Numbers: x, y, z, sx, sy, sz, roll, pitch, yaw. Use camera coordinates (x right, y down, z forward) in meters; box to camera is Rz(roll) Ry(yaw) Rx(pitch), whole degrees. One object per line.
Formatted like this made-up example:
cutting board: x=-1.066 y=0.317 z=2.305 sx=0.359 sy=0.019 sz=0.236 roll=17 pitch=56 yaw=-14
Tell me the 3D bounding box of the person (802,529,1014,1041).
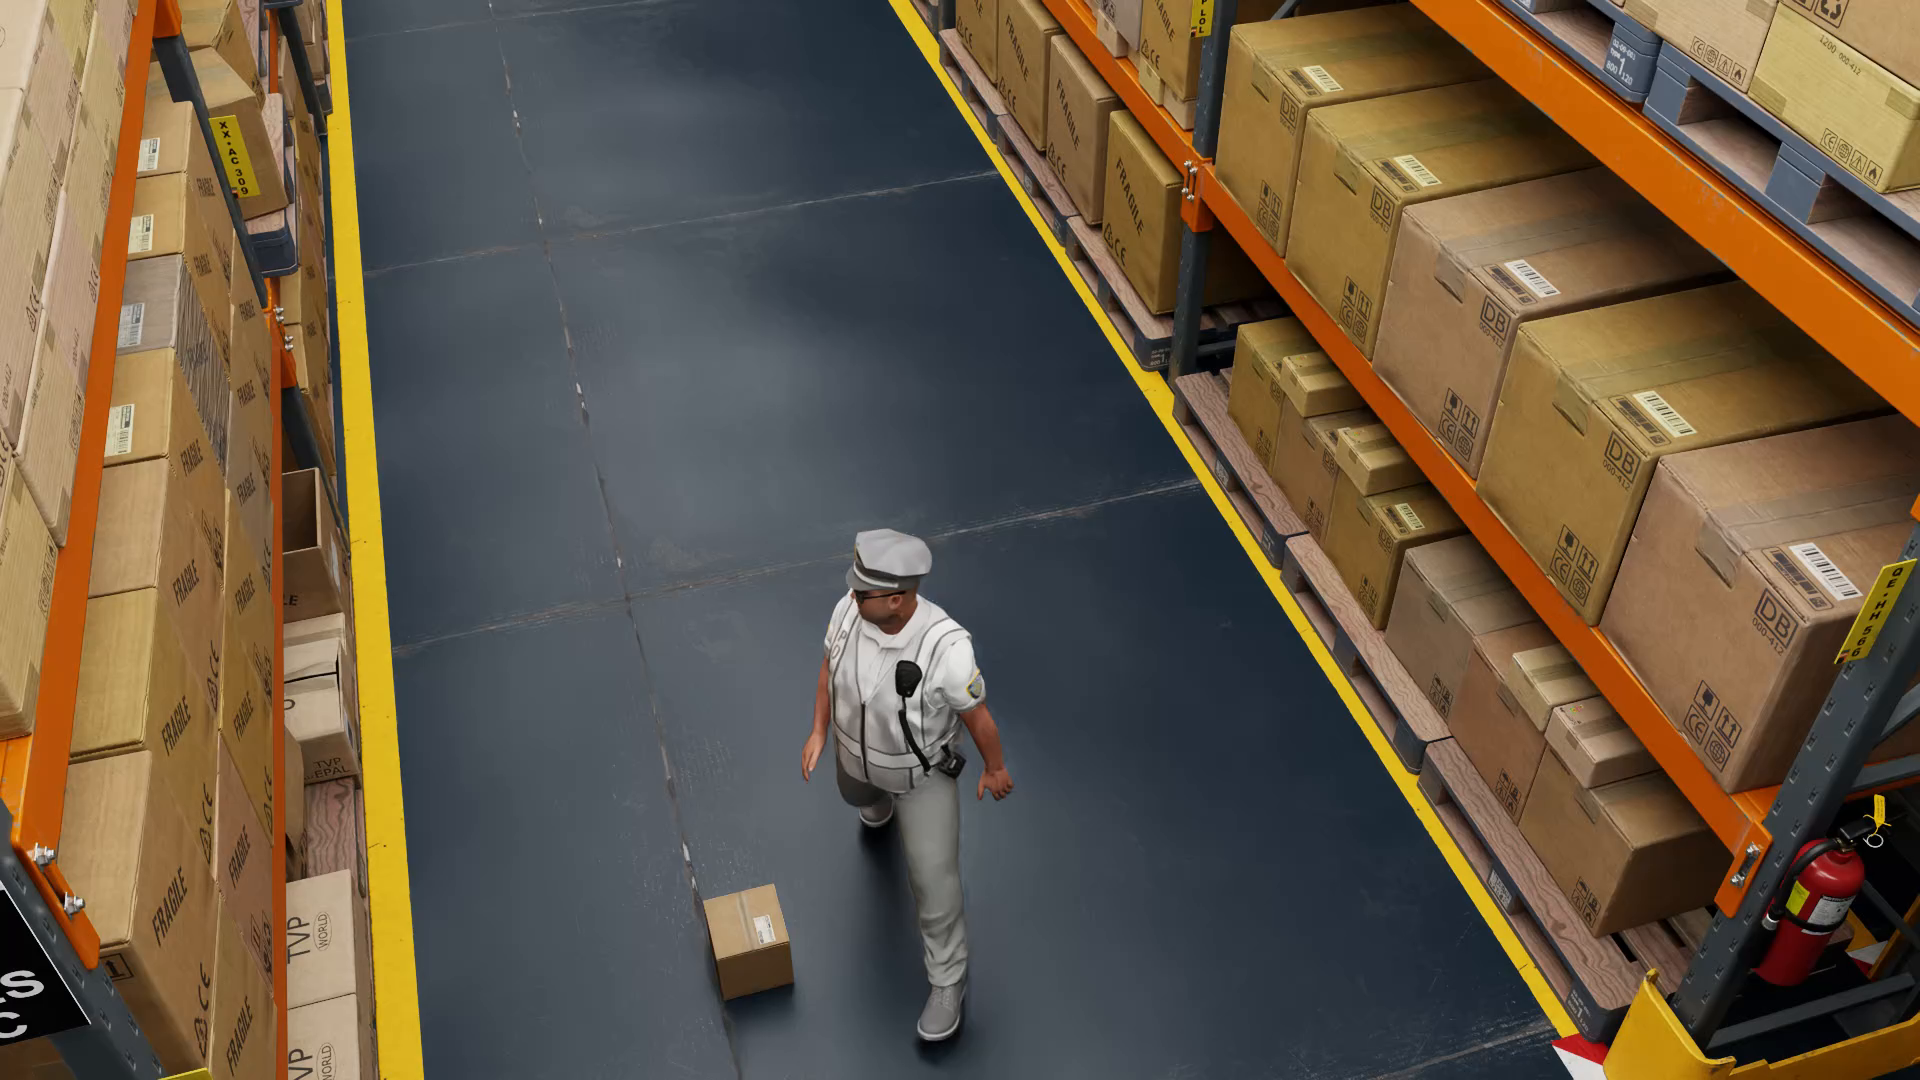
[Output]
person: x=-0.183 y=0.691 z=5.419 sx=0.814 sy=1.695 sz=1.000 roll=20 pitch=46 yaw=20
